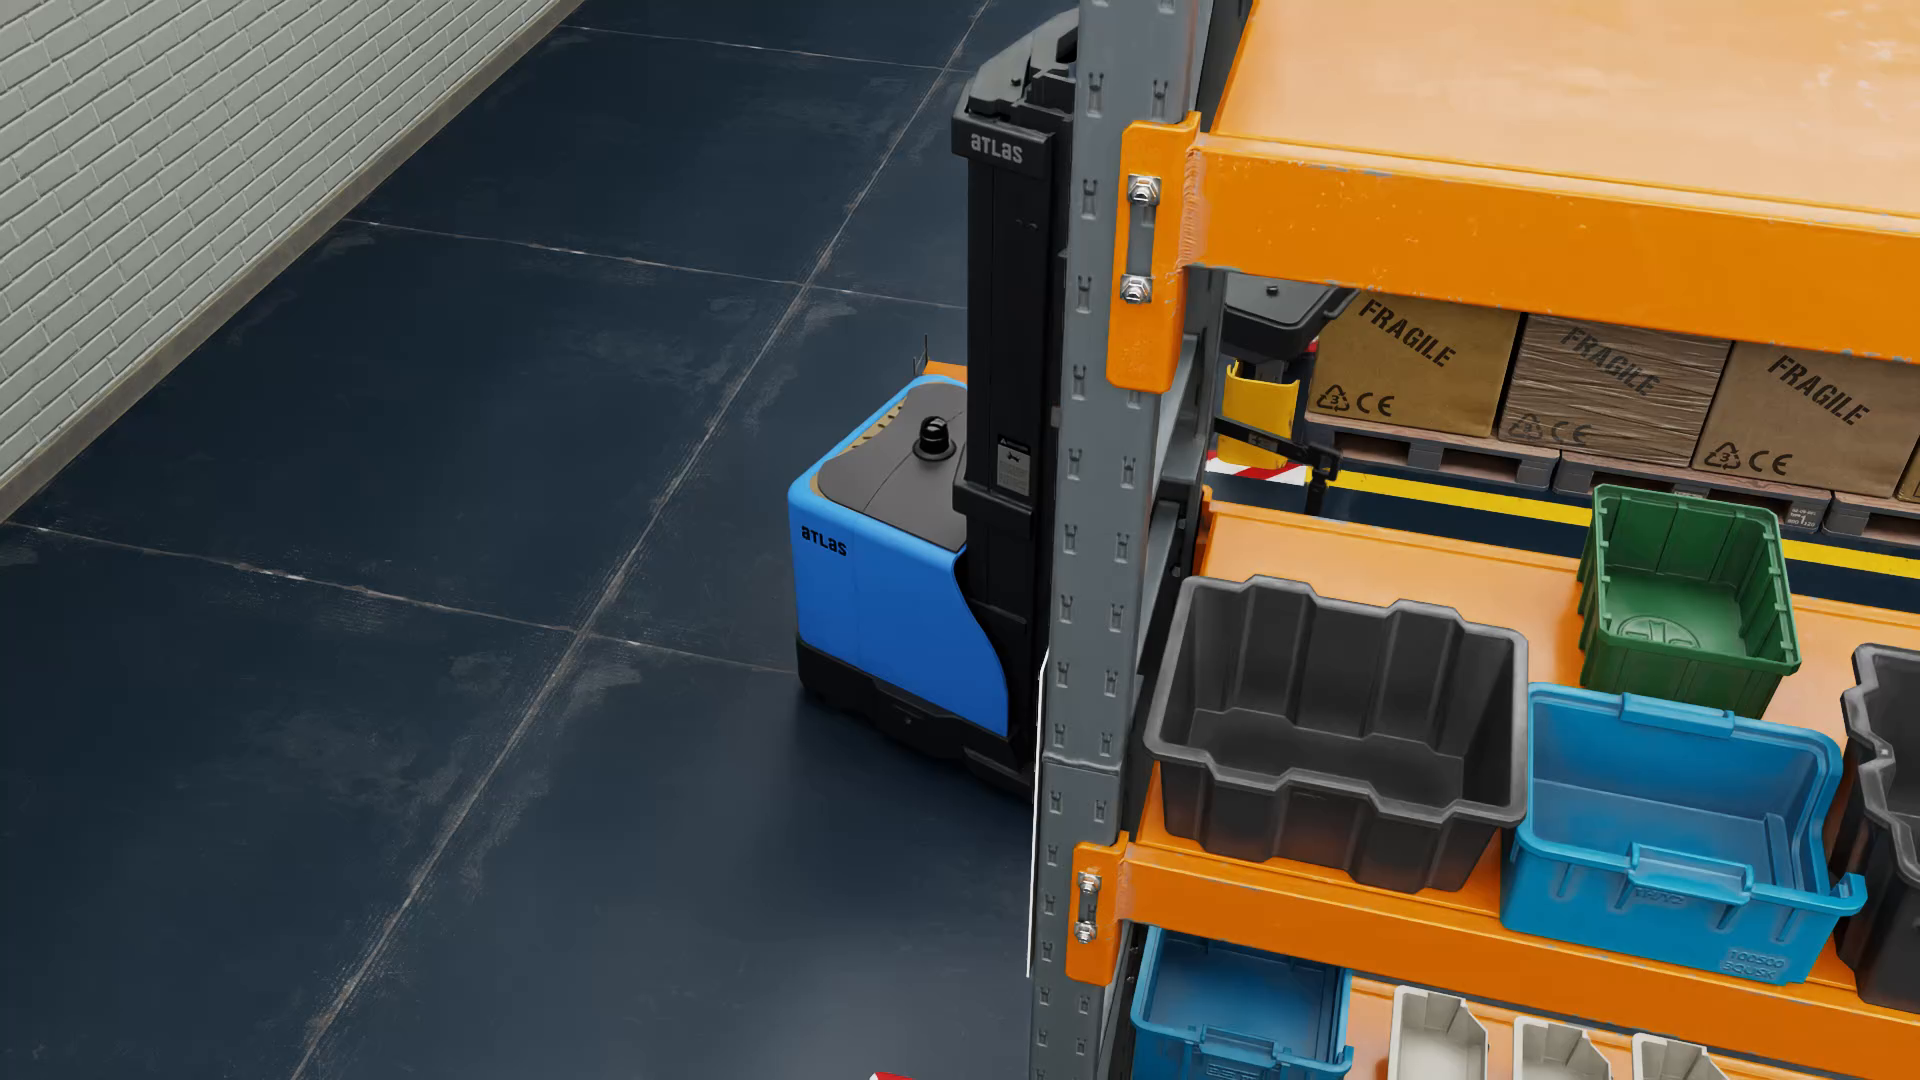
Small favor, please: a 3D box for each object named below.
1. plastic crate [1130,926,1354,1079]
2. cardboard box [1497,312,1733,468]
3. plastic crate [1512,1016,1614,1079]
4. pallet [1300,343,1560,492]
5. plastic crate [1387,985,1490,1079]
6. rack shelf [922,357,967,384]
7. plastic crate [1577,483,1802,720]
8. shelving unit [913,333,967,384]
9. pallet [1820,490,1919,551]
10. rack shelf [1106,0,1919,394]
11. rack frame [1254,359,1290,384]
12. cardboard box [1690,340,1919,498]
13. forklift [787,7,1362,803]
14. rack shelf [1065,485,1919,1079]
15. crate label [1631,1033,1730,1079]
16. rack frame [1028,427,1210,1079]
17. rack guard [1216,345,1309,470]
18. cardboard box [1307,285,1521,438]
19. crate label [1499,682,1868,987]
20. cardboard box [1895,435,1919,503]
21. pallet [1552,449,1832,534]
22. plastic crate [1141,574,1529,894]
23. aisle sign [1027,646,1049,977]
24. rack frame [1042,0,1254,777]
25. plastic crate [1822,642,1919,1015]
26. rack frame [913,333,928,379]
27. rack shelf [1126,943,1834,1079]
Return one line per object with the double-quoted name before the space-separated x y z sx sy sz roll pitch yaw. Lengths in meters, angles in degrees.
"plastic crate" 0.694 1.109 4.047 0.499 0.435 0.616 10 41 11
"cardboard box" 3.121 -1.010 7.970 0.875 0.875 0.875 10 41 11
"plastic crate" 1.433 1.365 3.976 0.243 0.136 0.396 10 41 11
"pallet" 2.395 -0.719 8.466 1.213 0.211 1.003 10 41 11
"plastic crate" 1.157 1.307 4.044 0.243 0.136 0.396 10 41 11
"rack shelf" -0.052 -0.620 7.272 0.240 0.259 0.215 10 41 11
"plastic crate" 1.349 0.125 3.125 0.336 0.188 0.450 10 41 11
"shelving unit" -0.052 -0.411 7.448 0.252 1.050 0.215 10 41 11
"pallet" 4.753 -0.313 7.983 1.213 0.211 1.003 10 41 11
"rack shelf" 2.255 -0.330 2.041 4.000 0.370 1.077 10 41 11
"rack frame" 1.603 -1.871 7.670 0.127 3.000 1.000 10 41 11
"cardboard box" 3.981 -0.862 7.794 0.875 0.875 0.875 10 41 11
"forklift" 0.837 -0.242 5.783 3.031 2.935 1.130 23 45 25
"rack shelf" 2.255 0.666 2.877 4.000 0.370 1.077 10 41 11
"crate label" 1.709 1.396 3.939 0.243 0.136 0.396 10 41 11
"rack frame" 0.323 1.206 4.006 0.127 3.000 1.000 10 41 11
"rack guard" 1.580 -0.918 8.478 0.348 0.500 1.175 10 41 11
"cardboard box" 2.242 -1.161 8.150 0.875 0.875 0.875 10 41 11
"crate label" 1.130 0.469 2.667 0.502 0.251 0.408 10 41 11
"cardboard box" 4.850 -0.712 7.616 0.875 0.875 0.875 10 41 11
"pallet" 3.570 -0.514 8.223 1.213 0.211 1.003 10 41 11
"plastic crate" 0.622 0.345 2.801 0.590 0.269 0.497 10 41 11
"aisle sign" 0.176 0.383 2.964 0.004 0.787 0.394 10 41 11
"rack frame" 0.323 -1.091 2.076 0.127 3.000 1.000 10 41 11
"plastic crate" 1.727 0.506 2.555 0.767 0.338 0.504 10 41 11
"rack frame" -0.170 -0.431 7.472 0.008 1.050 0.200 10 41 11
"rack shelf" 2.255 1.814 3.841 4.000 0.370 1.077 10 41 11
